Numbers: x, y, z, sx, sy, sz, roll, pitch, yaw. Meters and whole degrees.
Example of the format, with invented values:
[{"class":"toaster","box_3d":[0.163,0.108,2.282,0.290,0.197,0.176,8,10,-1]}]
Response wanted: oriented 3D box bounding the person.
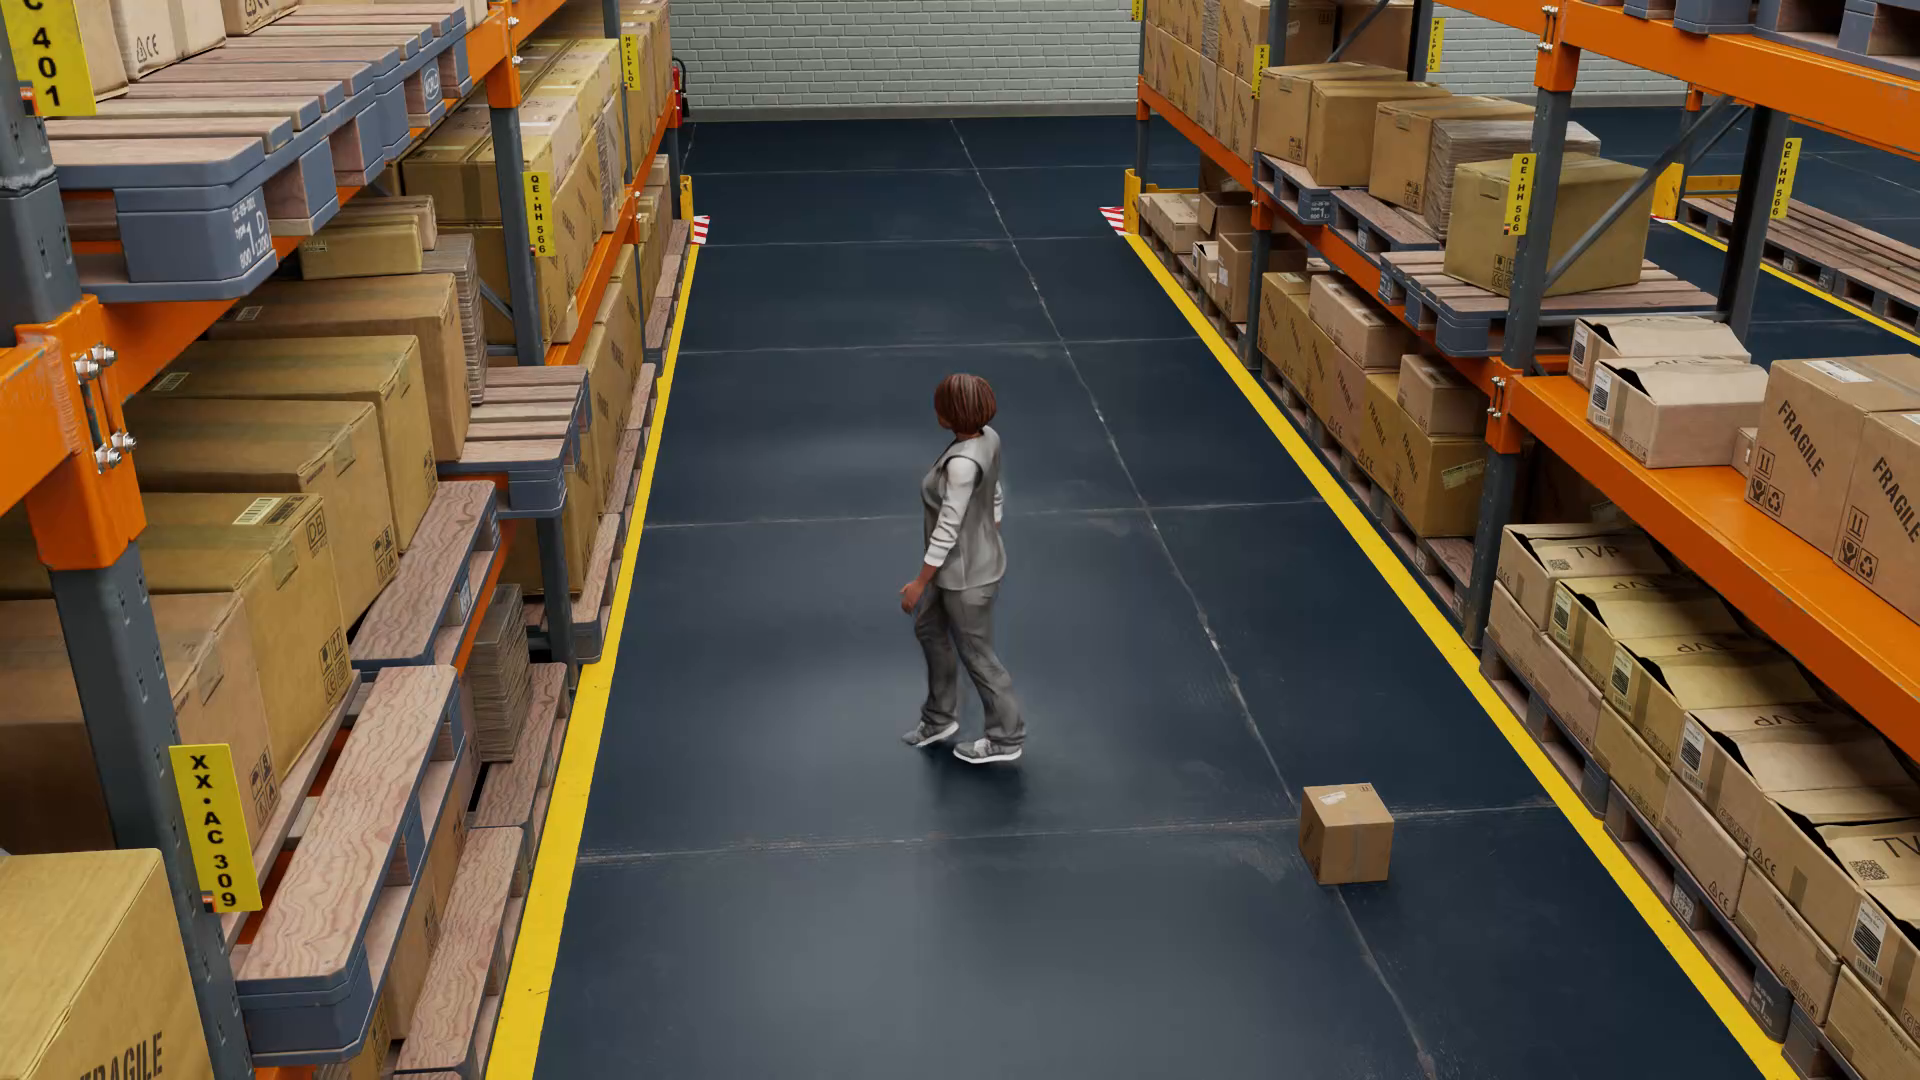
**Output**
[{"class":"person","box_3d":[0.002,0.152,6.288,0.530,1.647,0.425,4,24,9]}]
